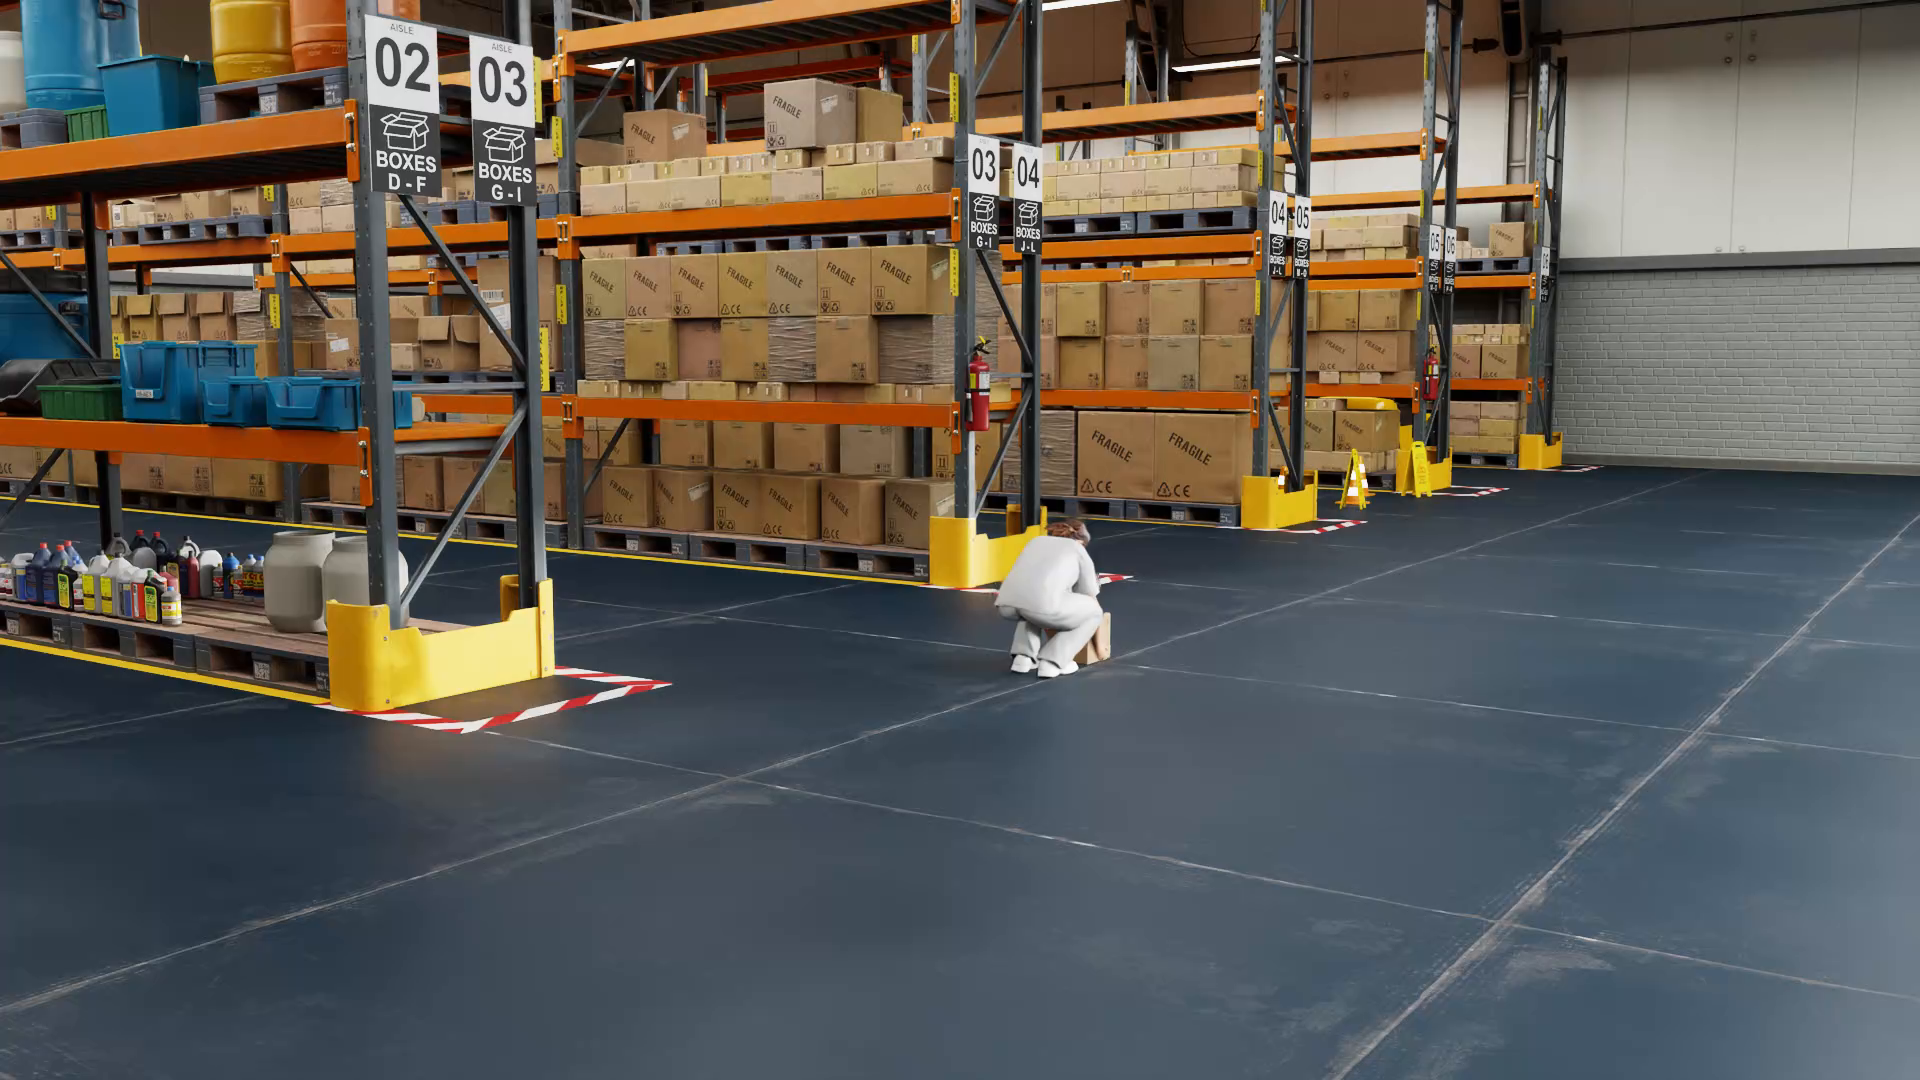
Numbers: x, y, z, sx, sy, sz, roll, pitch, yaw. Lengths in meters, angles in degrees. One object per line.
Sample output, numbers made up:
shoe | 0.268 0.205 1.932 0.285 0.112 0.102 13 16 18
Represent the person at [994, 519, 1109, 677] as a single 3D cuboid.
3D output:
person | 0.491 0.315 8.848 0.475 0.811 0.810 4 8 33
